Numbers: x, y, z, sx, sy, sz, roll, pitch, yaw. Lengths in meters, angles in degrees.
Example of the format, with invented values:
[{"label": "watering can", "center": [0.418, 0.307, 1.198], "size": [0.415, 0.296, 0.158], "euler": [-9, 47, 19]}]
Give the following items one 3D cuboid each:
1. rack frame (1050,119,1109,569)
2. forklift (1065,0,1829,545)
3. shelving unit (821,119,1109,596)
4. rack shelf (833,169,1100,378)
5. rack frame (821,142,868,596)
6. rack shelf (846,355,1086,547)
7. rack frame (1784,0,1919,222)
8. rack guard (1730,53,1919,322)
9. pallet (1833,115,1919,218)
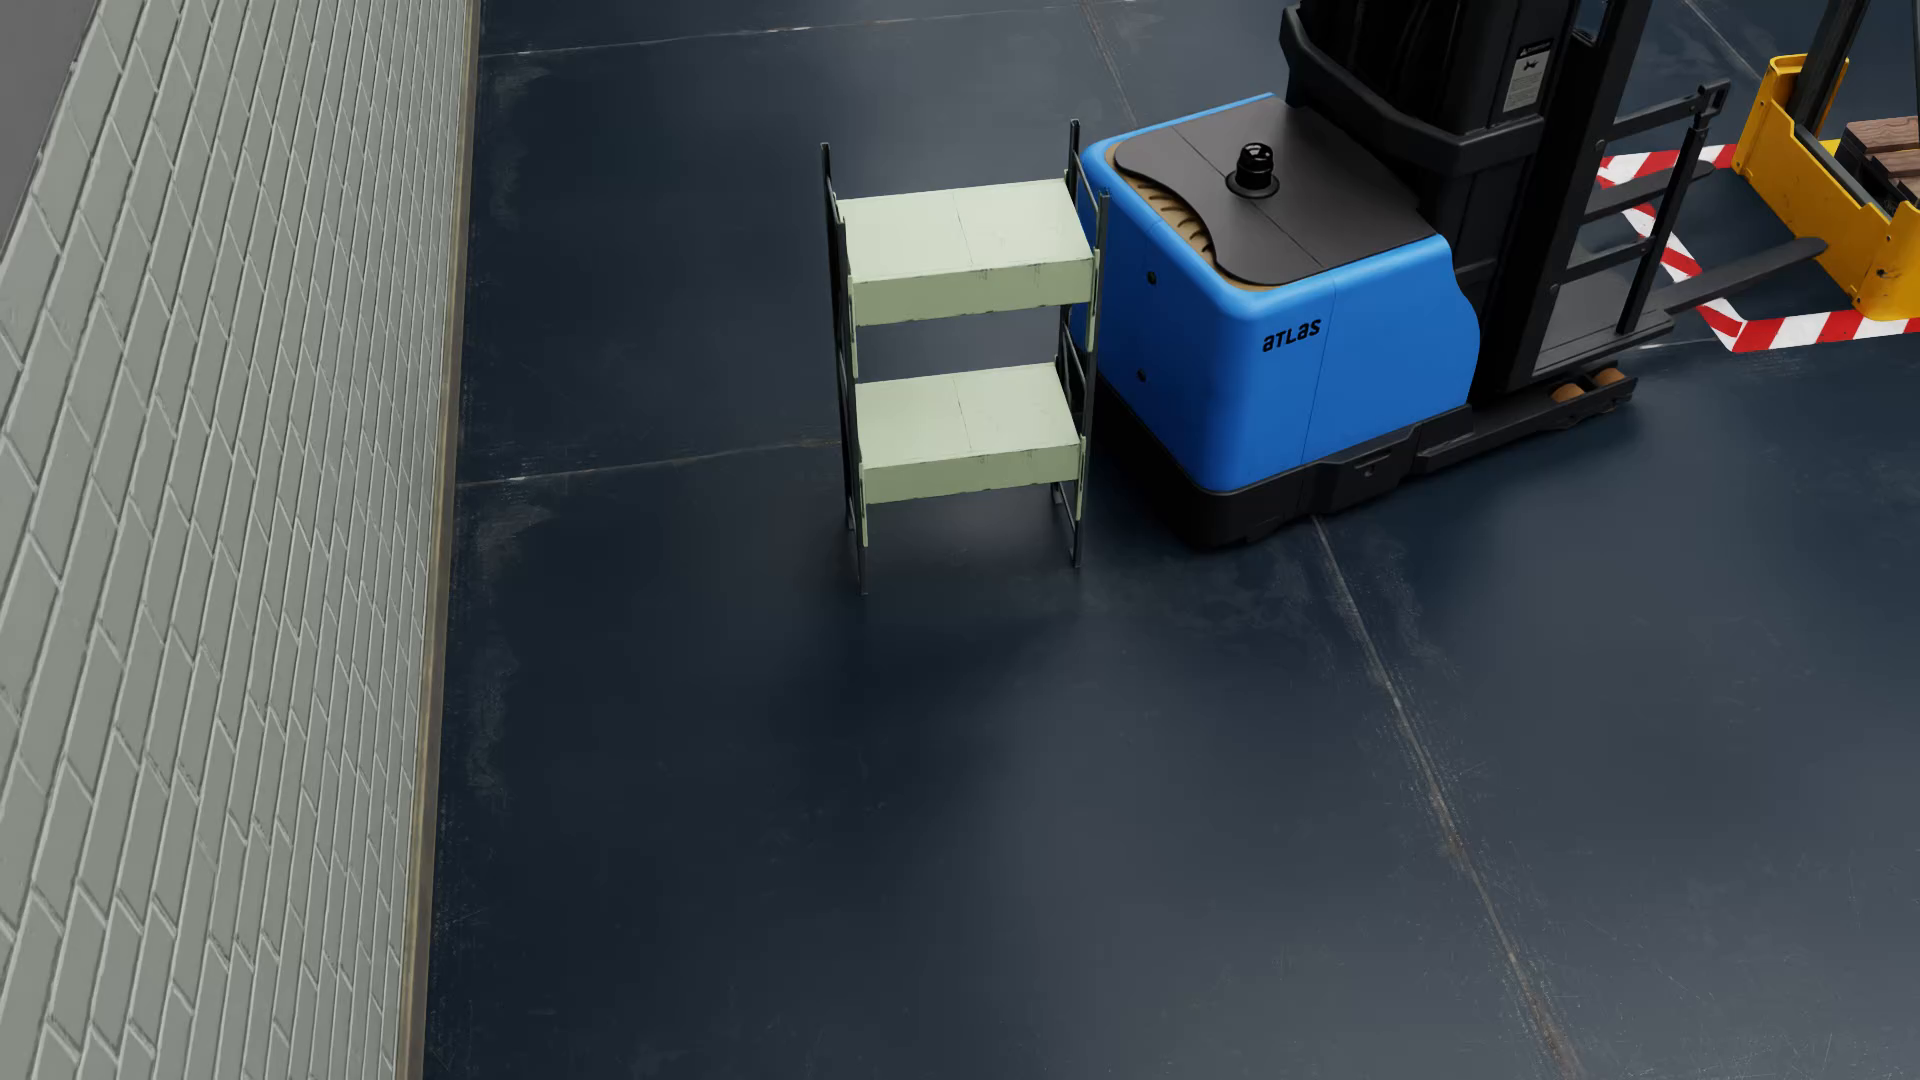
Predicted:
[{"label": "rack frame", "center": [0.367, -0.566, 5.254], "size": [0.023, 1.500, 0.400], "euler": [-7, 46, -7]}, {"label": "forklift", "center": [1.930, -1.750, 5.400], "size": [3.031, 2.935, 1.130], "euler": [-20, 49, -18]}, {"label": "shelving unit", "center": [0.007, -0.521, 5.211], "size": [0.755, 1.500, 0.431], "euler": [-7, 46, -7]}, {"label": "rack shelf", "center": [0.007, -0.792, 4.930], "size": [0.720, 0.370, 0.431], "euler": [-7, 46, -7]}, {"label": "rack frame", "center": [-0.354, -0.476, 5.167], "size": [0.023, 1.500, 0.400], "euler": [-7, 46, -7]}, {"label": "rack shelf", "center": [0.007, -0.295, 5.445], "size": [0.720, 0.370, 0.431], "euler": [-7, 46, -7]}, {"label": "rack frame", "center": [3.684, -2.346, 5.928], "size": [0.127, 3.000, 1.000], "euler": [-7, 46, -7]}, {"label": "rack guard", "center": [3.662, -1.467, 6.816], "size": [0.348, 0.500, 1.175], "euler": [-7, 46, -7]}, {"label": "pallet", "center": [4.503, -1.453, 7.003], "size": [1.213, 0.211, 1.003], "euler": [-7, 46, -7]}]
